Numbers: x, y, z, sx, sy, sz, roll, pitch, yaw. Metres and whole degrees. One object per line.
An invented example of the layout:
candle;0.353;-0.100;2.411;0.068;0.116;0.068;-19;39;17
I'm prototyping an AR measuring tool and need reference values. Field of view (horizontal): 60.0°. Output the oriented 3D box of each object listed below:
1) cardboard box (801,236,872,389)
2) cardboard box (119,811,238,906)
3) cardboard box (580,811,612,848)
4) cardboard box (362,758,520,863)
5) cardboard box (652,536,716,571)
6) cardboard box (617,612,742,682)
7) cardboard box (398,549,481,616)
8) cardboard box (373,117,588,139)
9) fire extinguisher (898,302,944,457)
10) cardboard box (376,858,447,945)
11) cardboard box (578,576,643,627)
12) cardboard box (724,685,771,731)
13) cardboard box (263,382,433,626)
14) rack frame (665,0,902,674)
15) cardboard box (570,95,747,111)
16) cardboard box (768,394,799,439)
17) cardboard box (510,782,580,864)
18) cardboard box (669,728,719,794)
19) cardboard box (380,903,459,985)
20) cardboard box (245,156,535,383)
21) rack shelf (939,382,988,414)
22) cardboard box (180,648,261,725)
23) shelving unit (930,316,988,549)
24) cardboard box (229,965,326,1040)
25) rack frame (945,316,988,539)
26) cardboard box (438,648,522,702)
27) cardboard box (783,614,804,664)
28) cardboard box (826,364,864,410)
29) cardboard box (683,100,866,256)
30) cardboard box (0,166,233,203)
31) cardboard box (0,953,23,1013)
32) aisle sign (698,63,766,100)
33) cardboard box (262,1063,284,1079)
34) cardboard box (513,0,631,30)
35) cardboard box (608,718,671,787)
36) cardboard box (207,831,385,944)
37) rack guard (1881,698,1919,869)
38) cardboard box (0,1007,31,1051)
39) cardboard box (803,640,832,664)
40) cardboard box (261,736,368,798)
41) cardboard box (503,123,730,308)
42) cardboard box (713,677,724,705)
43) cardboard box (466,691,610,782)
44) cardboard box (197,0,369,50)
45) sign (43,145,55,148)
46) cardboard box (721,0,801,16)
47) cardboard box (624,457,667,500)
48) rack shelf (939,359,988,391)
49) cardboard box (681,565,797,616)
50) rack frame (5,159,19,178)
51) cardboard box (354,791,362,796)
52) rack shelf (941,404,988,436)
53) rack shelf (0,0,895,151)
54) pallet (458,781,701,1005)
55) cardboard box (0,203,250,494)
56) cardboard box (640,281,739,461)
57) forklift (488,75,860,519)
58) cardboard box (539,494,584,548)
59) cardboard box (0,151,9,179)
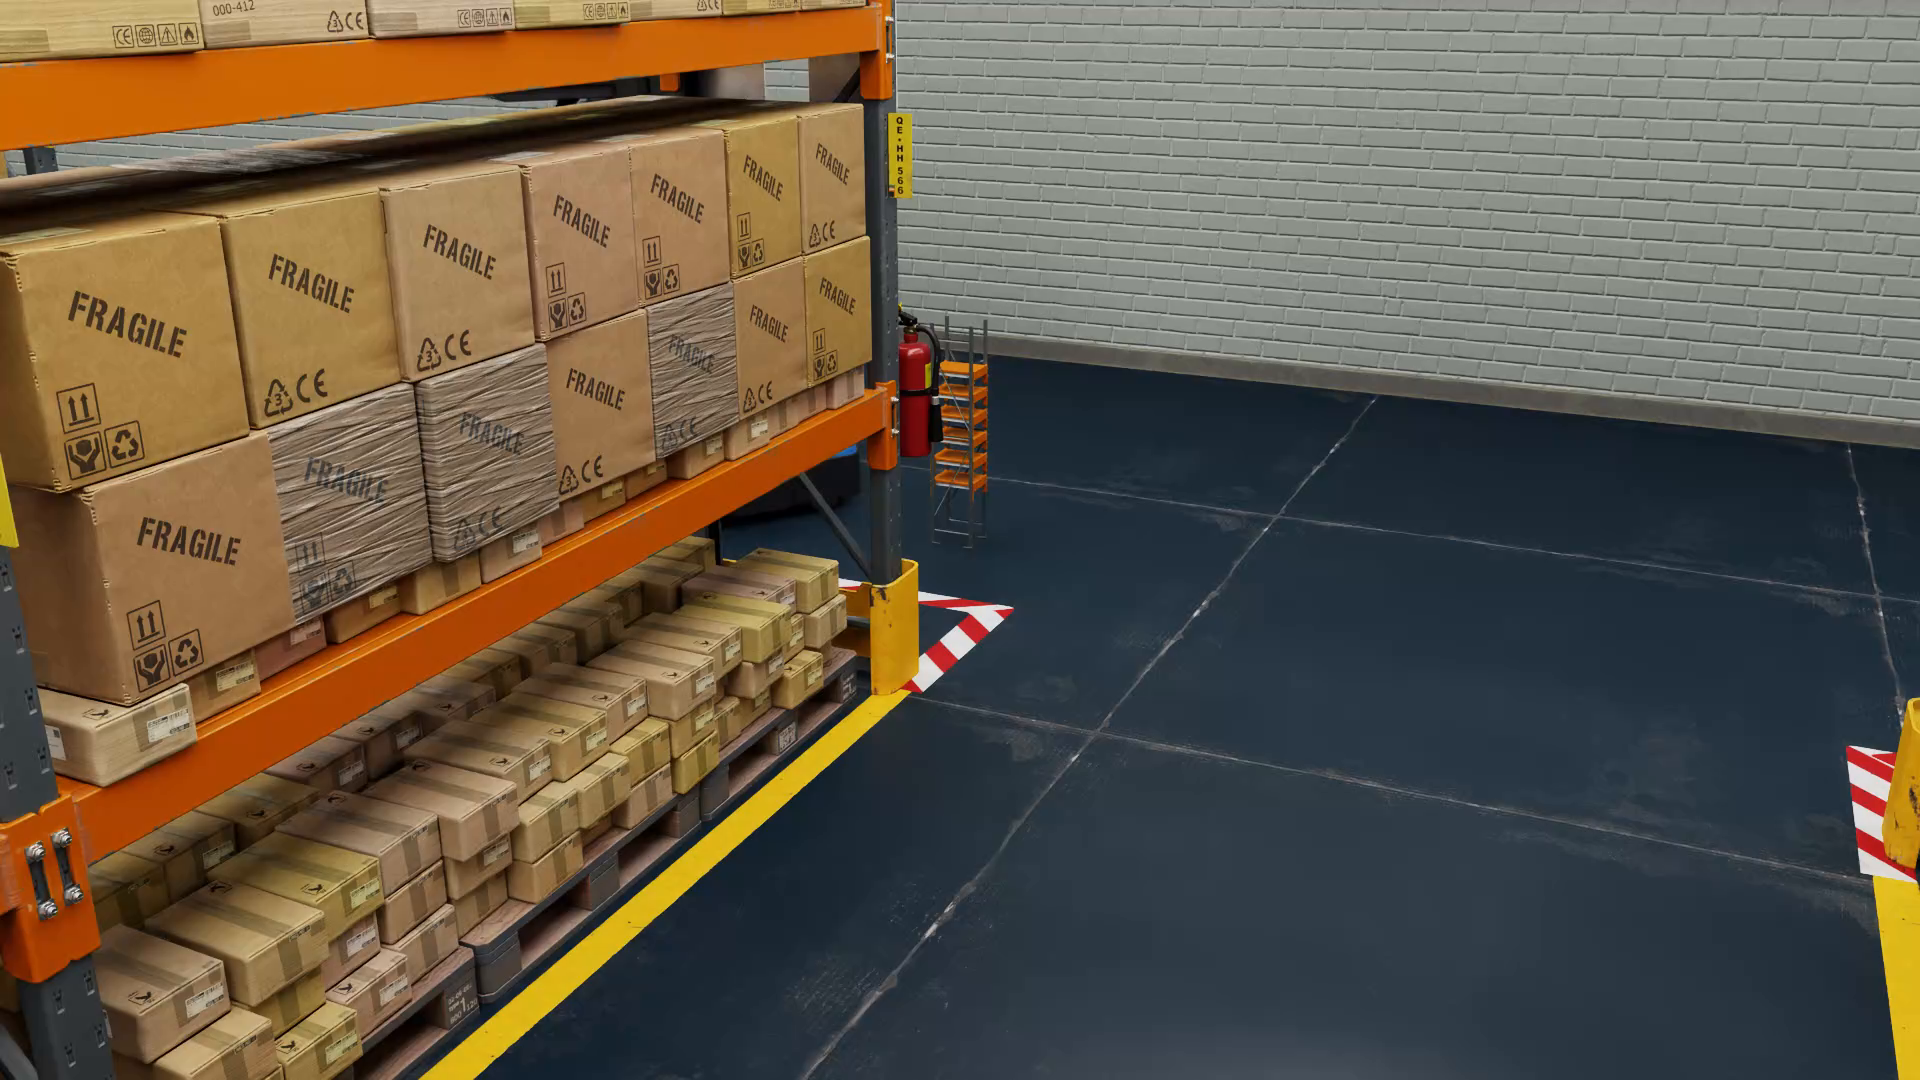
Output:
cardboard box;-0.682;-0.912;6.464;0.500;0.500;0.500;9;21;24
cardboard box;-2.298;0.885;4.743;0.380;0.149;0.250;8;21;22
cardboard box;-1.396;0.910;5.560;0.380;0.149;0.250;9;22;24
cardboard box;-1.550;0.804;4.972;0.380;0.149;0.250;9;21;24
cardboard box;-1.257;0.081;7.004;0.380;0.149;0.250;8;21;20
cardboard box;-1.027;0.400;6.107;0.380;0.149;0.250;8;21;21
cardboard box;-1.577;0.074;4.660;0.380;0.149;0.250;9;21;24
cardboard box;-1.593;-1.144;5.623;0.500;0.500;0.500;8;21;21
fire extinguisher;-0.208;-0.699;7.130;0.296;0.674;0.183;9;21;23
cardboard box;-1.728;1.012;4.830;0.380;0.149;0.250;7;21;20
cardboard box;-1.480;0.241;6.554;0.380;0.149;0.250;8;21;23
cardboard box;-0.957;0.599;6.436;0.380;0.149;0.250;8;21;22
cardboard box;-1.742;-0.131;4.268;0.500;0.500;0.500;9;21;23
rack frame;-0.732;-0.897;7.016;1.000;3.000;0.127;9;21;23
cardboard box;-1.158;-1.455;6.498;0.500;0.500;0.500;8;21;22
cardboard box;-0.833;-0.491;6.248;0.380;0.149;0.250;8;21;22
cardboard box;-1.433;0.863;5.249;0.380;0.149;0.250;8;21;22
cardboard box;-1.094;0.763;5.976;0.380;0.149;0.250;8;21;20
cardboard box;-1.706;1.155;4.874;0.380;0.149;0.250;8;21;22
cardboard box;-1.530;-0.748;4.510;0.500;0.500;0.500;9;21;24
rack shelf;-0.006;-0.745;8.690;0.258;0.103;0.180;9;21;23
cardboard box;-1.918;0.313;3.988;0.380;0.149;0.250;9;22;24
shelving unit;-0.006;-0.561;8.755;0.258;1.200;0.189;9;21;23
cardboard box;-1.908;1.174;4.375;0.380;0.149;0.250;9;21;23
rack frame;0.032;-0.589;8.834;0.240;1.200;0.006;9;21;23
cardboard box;-1.778;0.486;5.865;0.380;0.149;0.250;9;21;24
cardboard box;-0.844;0.381;6.606;0.380;0.149;0.250;8;21;21
cardboard box;-0.608;-0.641;6.669;0.380;0.149;0.250;9;21;23
cardboard box;-0.693;-1.382;6.292;0.500;0.500;0.500;8;21;22
cardboard box;-2.218;-0.673;4.298;0.500;0.500;0.500;8;21;21
cardboard box;-2.462;1.046;4.291;0.380;0.149;0.250;9;22;24
aisle sign;-0.976;-2.186;6.759;0.394;0.787;0.004;9;21;23
cardboard box;-1.928;1.403;4.174;0.380;0.149;0.250;8;21;20
cardboard box;-1.295;-1.593;4.718;0.500;0.250;0.500;10;22;25
cardboard box;-1.221;0.703;5.699;0.380;0.149;0.250;10;22;25
cardboard box;-1.815;0.953;4.552;0.380;0.149;0.250;8;21;22
rack guard;3.835;0.921;5.632;1.175;0.500;0.348;9;21;23
cardboard box;-2.531;1.191;4.328;0.380;0.149;0.250;9;21;24
cardboard box;-0.758;0.437;6.890;0.380;0.149;0.250;9;21;24
cardboard box;-2.094;0.721;5.204;0.380;0.149;0.250;7;21;20
cardboard box;-1.105;-1.067;5.406;0.500;0.500;0.500;10;22;25
cardboard box;-1.103;0.535;6.171;0.380;0.149;0.250;8;21;22
cardboard box;-1.377;0.639;5.435;0.380;0.149;0.250;9;21;23
cardboard box;-1.743;-1.277;3.830;0.500;0.250;0.500;8;21;22
sign;-4.727;-2.187;8.561;0.100;0.325;0.005;9;21;23
cardboard box;-0.880;-1.908;5.604;0.500;0.250;0.500;9;21;23
cardboard box;-1.216;-0.259;5.595;0.380;0.149;0.250;8;21;20
rack shelf;-0.006;-0.858;8.650;0.258;0.103;0.180;9;21;23
cardboard box;-0.873;0.233;6.577;0.380;0.149;0.250;9;21;24
rack frame;-5.213;-1.608;9.015;0.949;2.616;0.053;9;21;23
cardboard box;-2.060;0.878;5.207;0.380;0.149;0.250;9;22;24
rack shelf;-0.006;-0.632;8.730;0.258;0.103;0.180;9;21;23
rack shelf;-1.551;-1.360;4.915;1.077;0.370;4.000;9;21;23
pallet;-1.629;1.055;5.688;1.003;0.211;1.213;9;21;23
cardboard box;-1.963;-0.438;3.637;0.500;0.500;0.500;9;22;24
cardboard box;-1.096;-0.599;5.583;0.500;0.500;0.500;9;21;23
forklift;-2.113;-1.487;8.774;3.031;2.935;1.130;-10;22;-27
cardboard box;-1.393;-0.096;5.136;0.380;0.149;0.250;9;22;25
cardboard box;-5.176;-1.847;8.346;0.500;0.500;0.500;9;21;23
